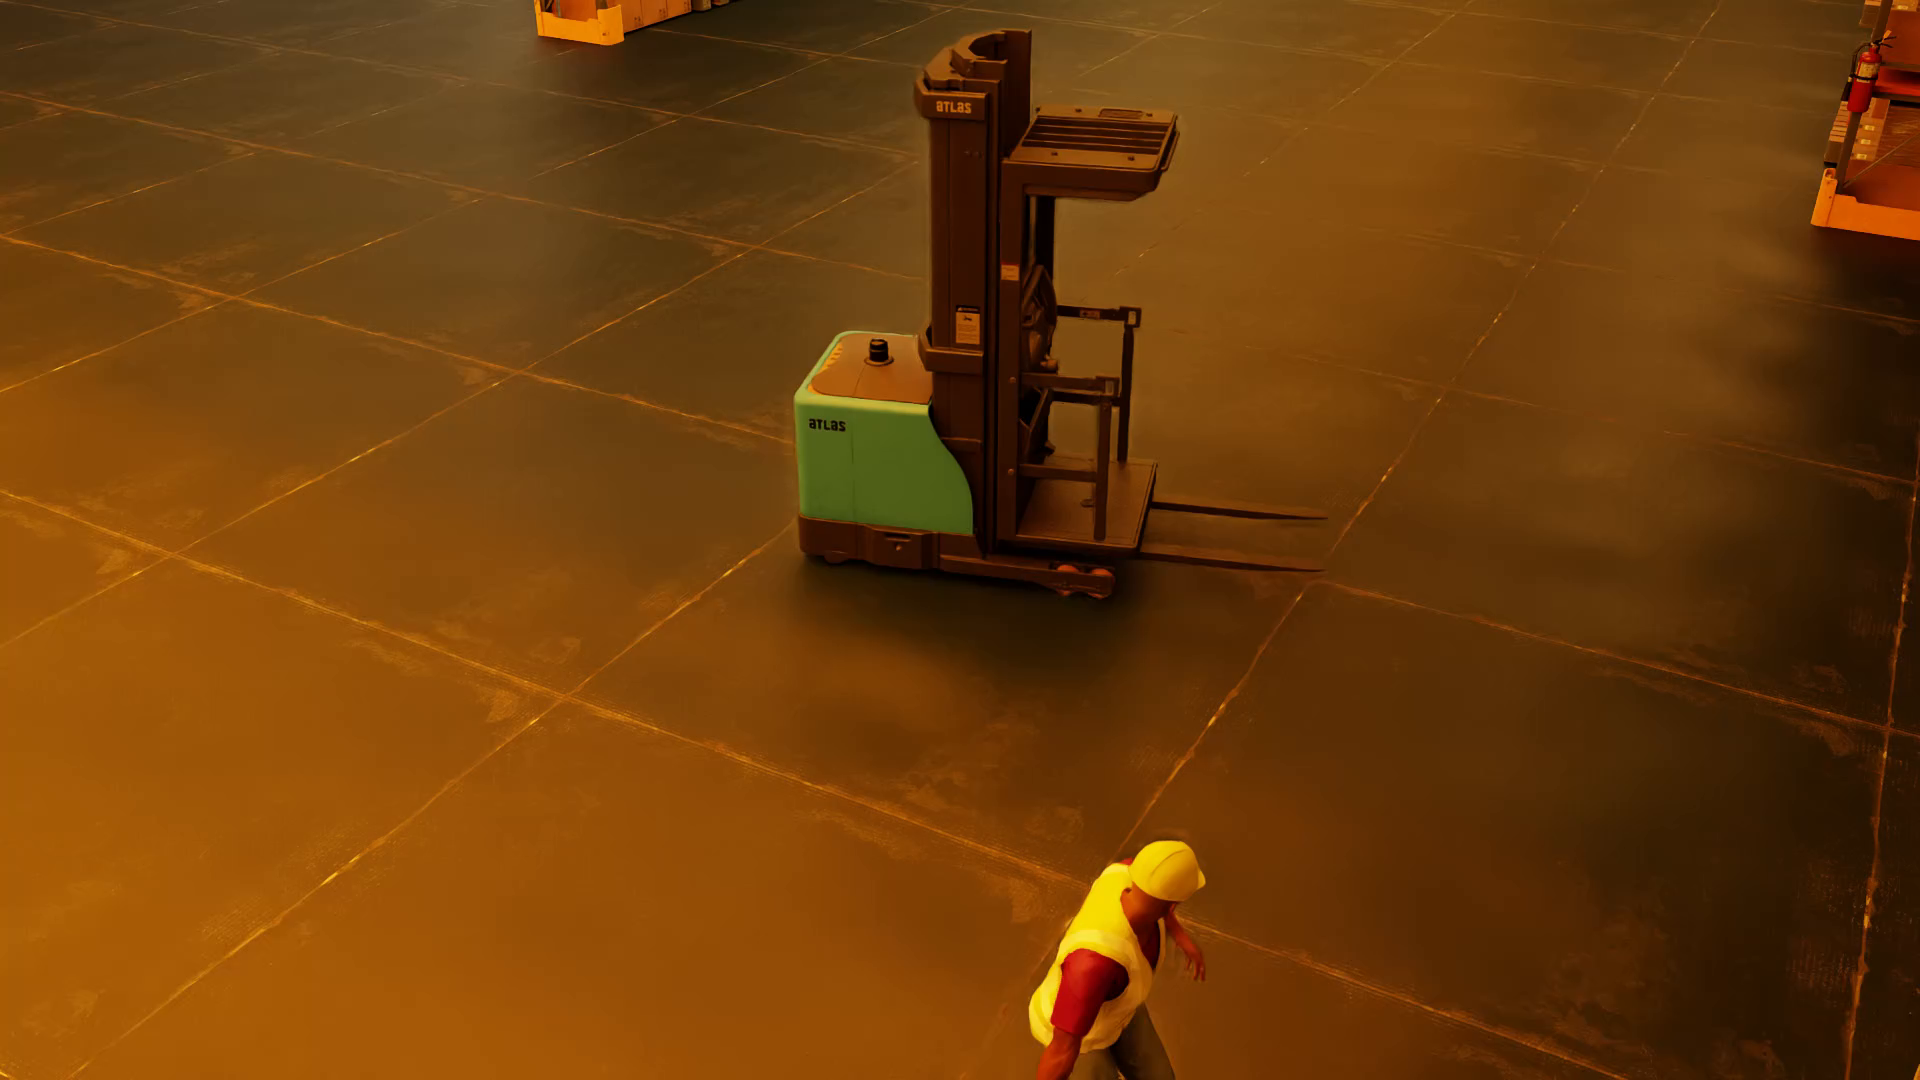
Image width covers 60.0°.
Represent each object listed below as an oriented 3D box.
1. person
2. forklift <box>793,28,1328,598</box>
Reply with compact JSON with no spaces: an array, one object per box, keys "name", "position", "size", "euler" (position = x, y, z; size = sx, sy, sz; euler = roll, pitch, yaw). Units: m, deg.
[{"name":"person","position":[0.449,1.647,5.623],"size":[0.545,1.611,1.009],"euler":[19,35,30]},{"name":"forklift","position":[0.623,-1.230,9.201],"size":[3.031,2.935,1.130],"euler":[6,31,10]}]
